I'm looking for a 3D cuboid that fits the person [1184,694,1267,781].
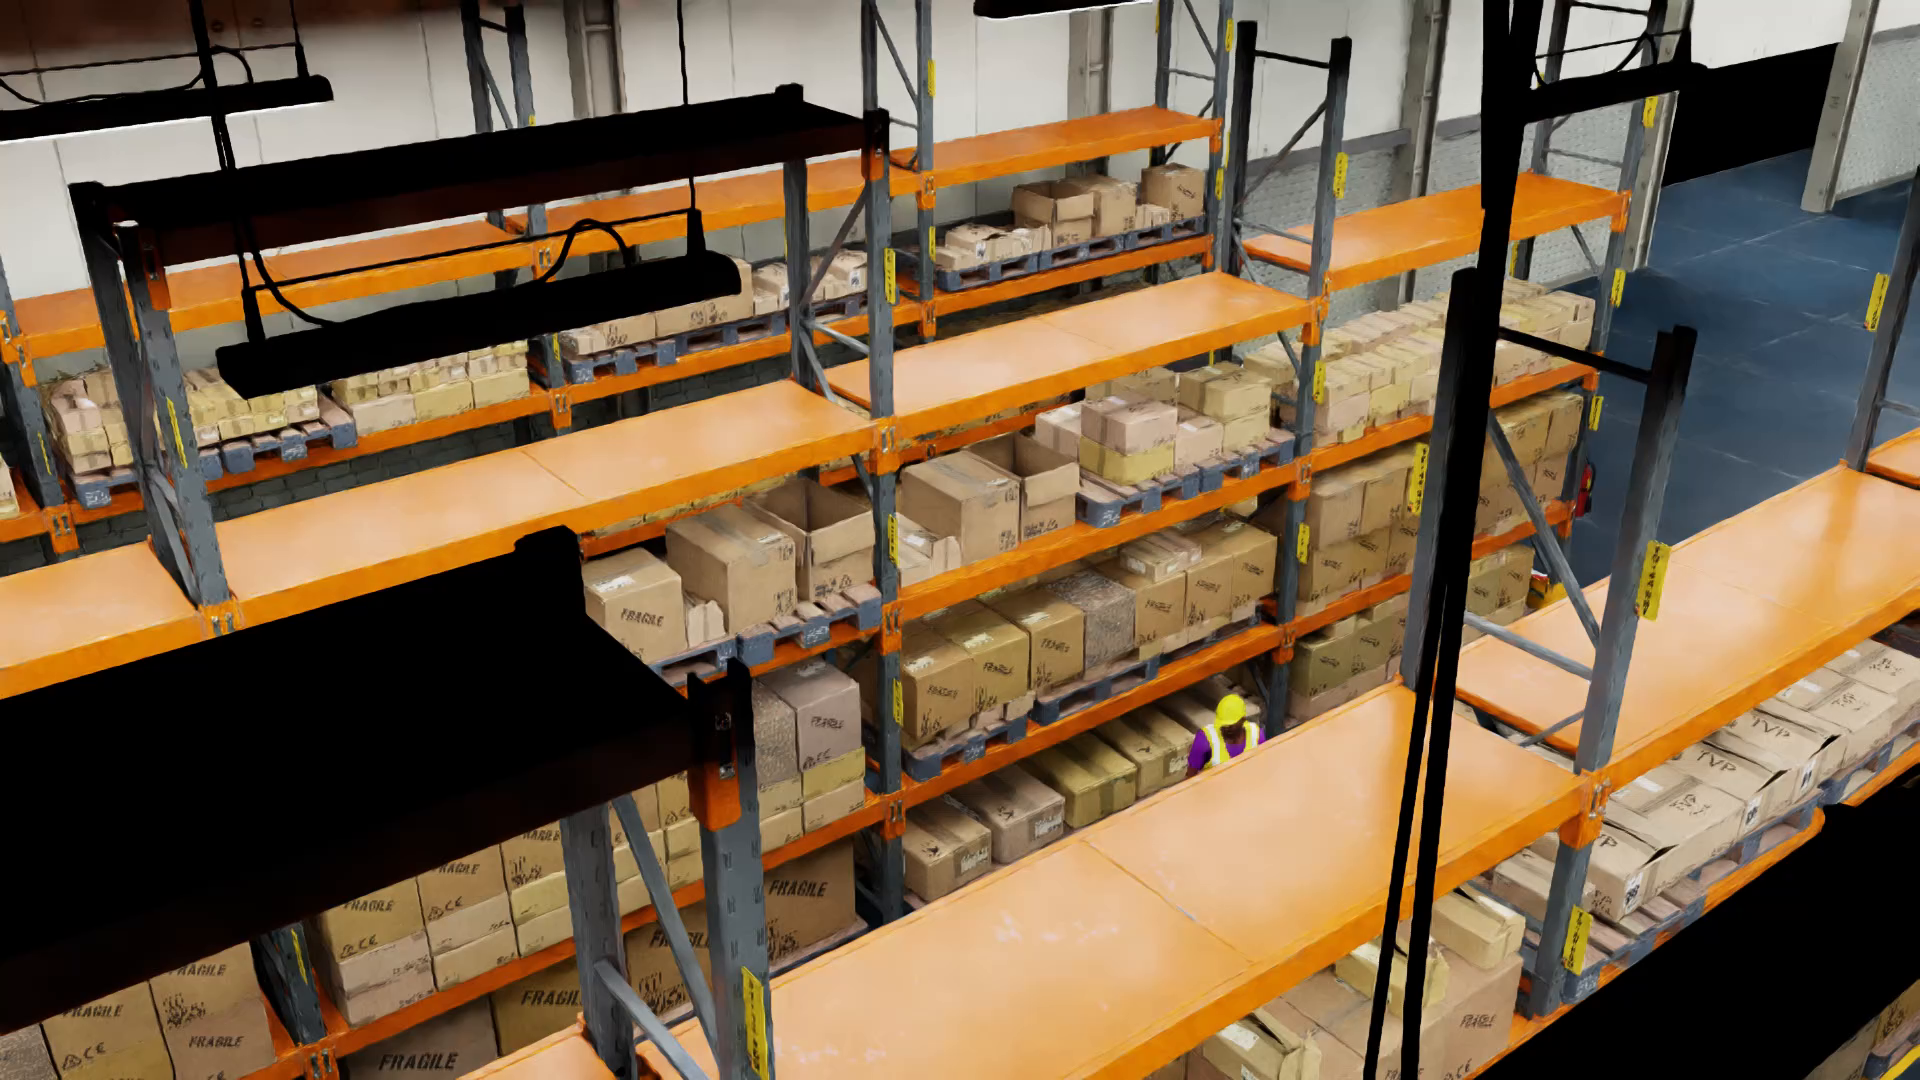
[{"bbox_3d":[1.940,1.923,12.154,0.669,1.761,0.549,-6,27,-12],"label":"person"}]
